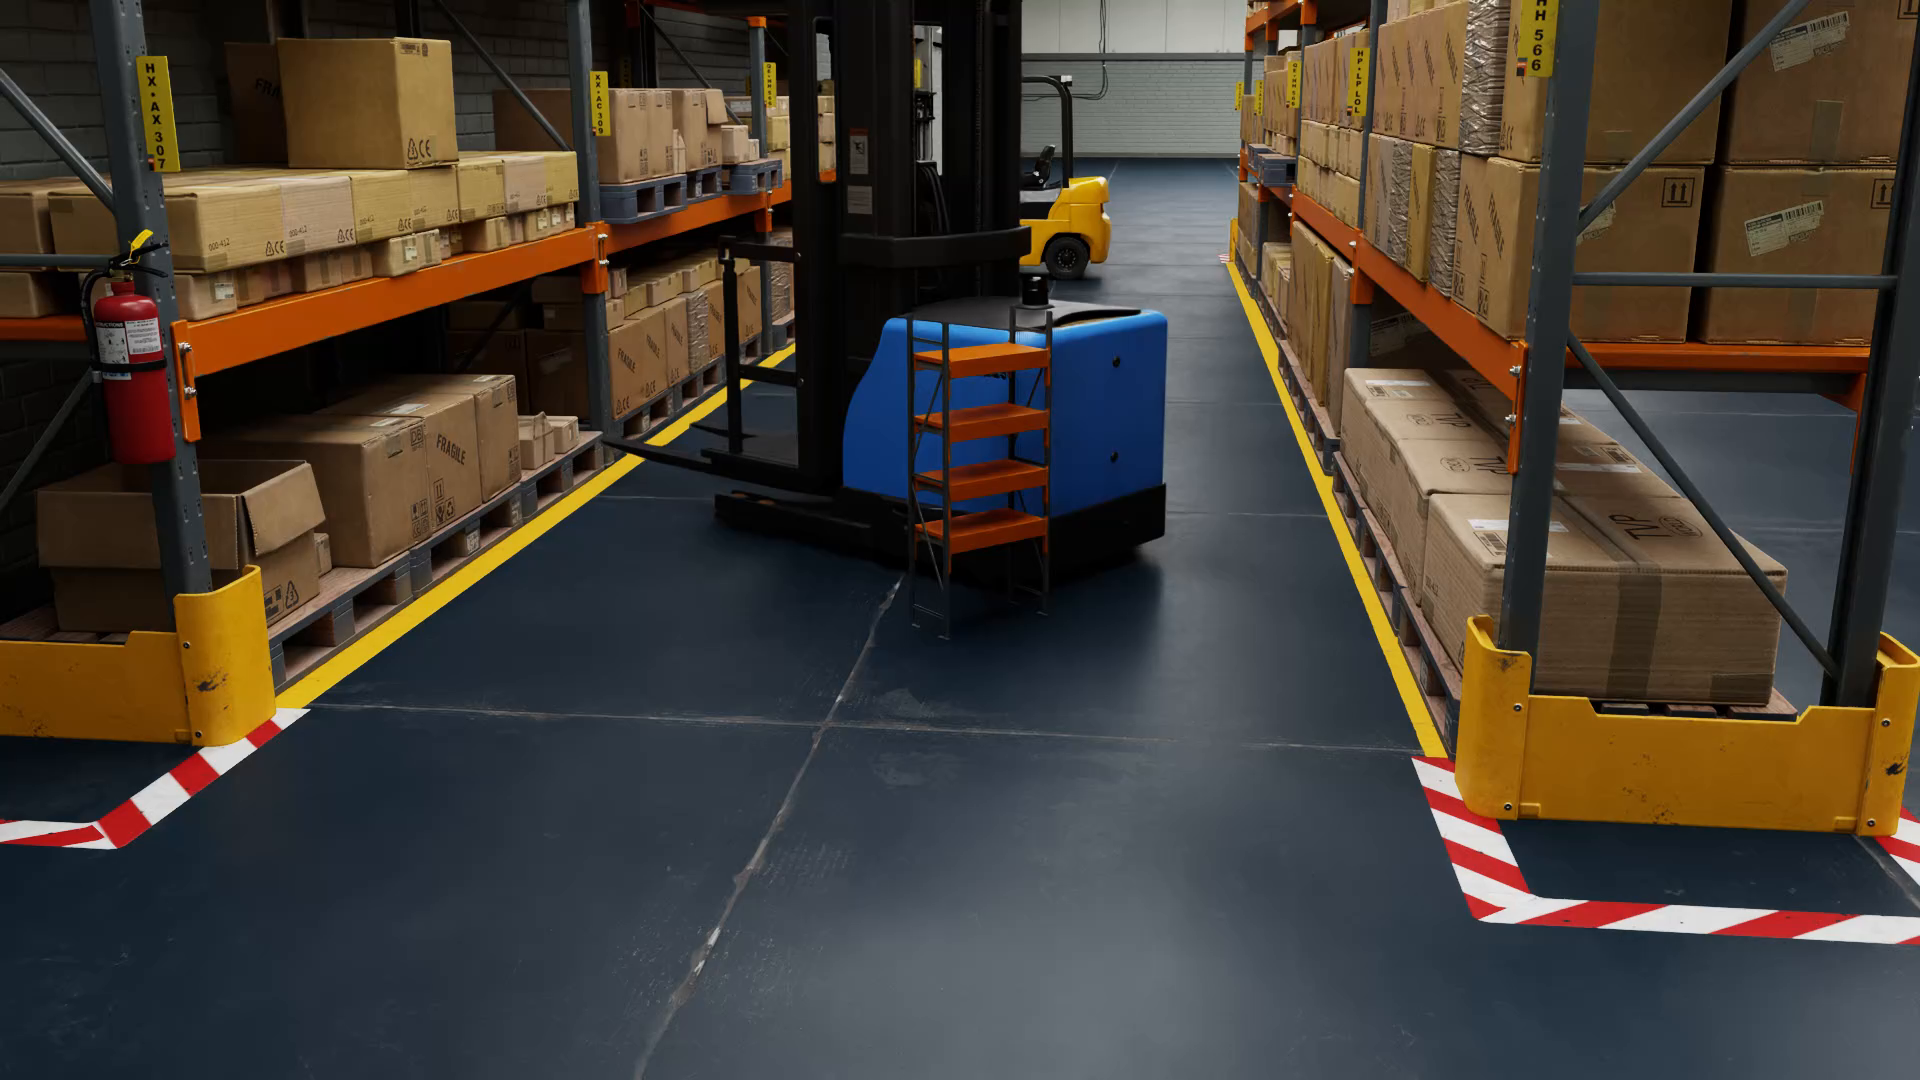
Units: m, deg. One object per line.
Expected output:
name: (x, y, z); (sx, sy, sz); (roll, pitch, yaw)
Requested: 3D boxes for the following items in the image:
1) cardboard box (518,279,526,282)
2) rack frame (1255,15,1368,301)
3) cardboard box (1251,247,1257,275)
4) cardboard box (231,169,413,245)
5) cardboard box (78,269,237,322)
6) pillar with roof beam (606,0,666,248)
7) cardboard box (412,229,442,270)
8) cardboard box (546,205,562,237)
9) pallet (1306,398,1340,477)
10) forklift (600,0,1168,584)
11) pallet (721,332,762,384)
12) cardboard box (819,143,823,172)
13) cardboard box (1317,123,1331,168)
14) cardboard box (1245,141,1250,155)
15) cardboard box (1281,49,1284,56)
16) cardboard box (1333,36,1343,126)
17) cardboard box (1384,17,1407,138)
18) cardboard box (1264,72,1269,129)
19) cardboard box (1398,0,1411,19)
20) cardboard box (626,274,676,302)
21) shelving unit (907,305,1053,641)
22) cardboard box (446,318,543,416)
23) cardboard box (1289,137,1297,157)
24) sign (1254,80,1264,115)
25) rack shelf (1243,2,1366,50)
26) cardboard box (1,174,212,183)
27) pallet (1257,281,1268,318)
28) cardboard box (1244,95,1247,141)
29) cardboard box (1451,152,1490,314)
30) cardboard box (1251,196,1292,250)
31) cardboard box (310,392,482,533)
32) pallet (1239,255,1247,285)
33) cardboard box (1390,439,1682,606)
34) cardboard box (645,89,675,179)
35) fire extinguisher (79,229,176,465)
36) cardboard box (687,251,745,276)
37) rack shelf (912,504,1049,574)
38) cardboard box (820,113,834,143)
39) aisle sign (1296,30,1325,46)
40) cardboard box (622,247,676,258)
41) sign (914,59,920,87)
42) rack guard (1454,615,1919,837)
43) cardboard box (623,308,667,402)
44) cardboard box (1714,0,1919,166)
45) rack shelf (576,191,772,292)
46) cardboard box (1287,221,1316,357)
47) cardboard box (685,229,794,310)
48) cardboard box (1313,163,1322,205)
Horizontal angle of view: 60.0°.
cardboard box: (-2.536, -1.554, 10.406); (0.380, 0.149, 0.250); (2, 15, 8)
rack frame: (3.414, -3.802, 15.977); (1.000, 3.000, 0.127); (2, 15, 6)
cardboard box: (3.213, -2.839, 16.877); (0.500, 0.250, 0.500); (2, 15, 9)
cardboard box: (-2.443, -1.278, 6.361); (0.500, 0.250, 0.500); (1, 15, 5)
cardboard box: (-2.563, -0.791, 5.322); (0.380, 0.149, 0.250); (2, 15, 6)
pillar with roof beam: (1.559, -6.044, 12.774); (9.100, 9.000, 0.400); (2, 15, 6)
cardboard box: (-2.359, -1.193, 6.807); (0.380, 0.149, 0.250); (2, 15, 8)
cardboard box: (-2.214, -1.593, 8.288); (0.380, 0.149, 0.250); (2, 15, 8)
pallet: (2.523, -0.584, 9.416); (1.003, 0.211, 1.213); (2, 15, 6)
forklift: (-0.528, -1.531, 7.710); (3.031, 2.935, 1.130); (13, 20, 39)
pallet: (-2.092, -1.371, 12.329); (1.003, 0.211, 1.213); (2, 15, 6)
cardboard box: (-1.504, -3.344, 14.570); (0.500, 0.250, 0.500); (2, 15, 8)
cardboard box: (2.462, -2.415, 10.178); (0.500, 0.250, 0.500); (2, 15, 7)
cardboard box: (3.422, -4.440, 18.815); (0.380, 0.149, 0.250); (2, 15, 7)
cardboard box: (3.960, -5.244, 18.633); (0.700, 0.500, 0.500); (2, 15, 7)
cardboard box: (2.440, -2.647, 9.597); (0.500, 0.500, 0.500); (2, 15, 8)
cardboard box: (2.153, -2.011, 7.246); (0.500, 0.500, 0.500); (1, 15, 6)
cardboard box: (3.020, -3.954, 14.971); (0.500, 0.500, 0.500); (2, 15, 6)
cardboard box: (2.205, -2.430, 7.553); (0.380, 0.149, 0.250); (2, 15, 7)
cardboard box: (-2.031, -1.607, 10.602); (0.380, 0.149, 0.250); (2, 15, 8)
shelving unit: (0.076, -0.264, 6.340); (0.503, 1.200, 0.258); (-11, 19, -36)
cardboard box: (-2.660, -1.005, 9.615); (0.500, 0.500, 0.500); (2, 15, 6)
cardboard box: (2.724, -3.010, 12.723); (0.380, 0.149, 0.250); (2, 15, 7)
sign: (2.874, -4.234, 15.916); (0.100, 0.325, 0.005); (2, 15, 6)
rack shelf: (3.639, -5.422, 17.598); (1.077, 0.370, 4.000); (2, 15, 6)
cardboard box: (-3.025, -1.167, 5.949); (0.500, 0.250, 0.500); (2, 15, 6)
pallet: (3.327, -2.254, 15.594); (1.003, 0.211, 1.213); (2, 15, 6)
cardboard box: (3.481, -4.782, 18.840); (0.500, 0.500, 0.500); (2, 15, 8)
cardboard box: (1.923, -1.001, 5.425); (0.500, 0.500, 0.500); (1, 15, 5)
cardboard box: (3.214, -3.201, 16.780); (0.500, 0.500, 0.500); (1, 15, 5)
cardboard box: (-2.415, -0.342, 7.164); (0.500, 0.500, 0.500); (2, 15, 7)
pallet: (3.590, -2.949, 18.162); (1.003, 0.211, 1.213); (2, 15, 6)
cardboard box: (2.130, -0.068, 6.269); (0.875, 0.438, 0.875); (2, 15, 8)
cardboard box: (-2.086, -2.377, 9.709); (0.700, 0.500, 0.500); (2, 15, 7)
fire extinguisher: (-2.430, -0.566, 4.871); (0.296, 0.674, 0.183); (2, 15, 6)
cardboard box: (-1.774, -2.012, 12.098); (0.380, 0.149, 0.250); (1, 15, 3)
rack shelf: (0.076, -0.007, 6.410); (0.480, 0.148, 0.258); (-11, 19, -36)
cardboard box: (-1.434, -3.715, 14.986); (0.500, 0.250, 0.500); (2, 15, 7)
aisle sign: (4.160, -6.102, 19.502); (0.394, 0.787, 0.004); (2, 15, 6)
cardboard box: (-2.339, -2.093, 12.398); (0.380, 0.149, 0.250); (2, 15, 9)
sign: (-0.530, -5.639, 20.096); (0.100, 0.325, 0.005); (2, 15, 6)
rack guard: (2.057, 0.523, 4.770); (1.175, 0.500, 0.348); (2, 15, 6)
cardboard box: (-2.093, -1.126, 10.063); (0.500, 0.500, 0.500); (1, 15, 6)
cardboard box: (2.397, -1.337, 4.753); (0.500, 0.500, 0.500); (1, 15, 5)
rack shelf: (-2.196, -2.044, 10.853); (1.077, 0.370, 4.000); (2, 15, 6)
cardboard box: (2.802, -1.765, 11.709); (0.875, 0.875, 0.875); (2, 15, 6)
cardboard box: (-1.820, -2.297, 14.157); (0.875, 0.625, 0.625); (2, 15, 8)
cardboard box: (2.552, -2.303, 10.721); (0.500, 0.250, 0.500); (2, 15, 8)
